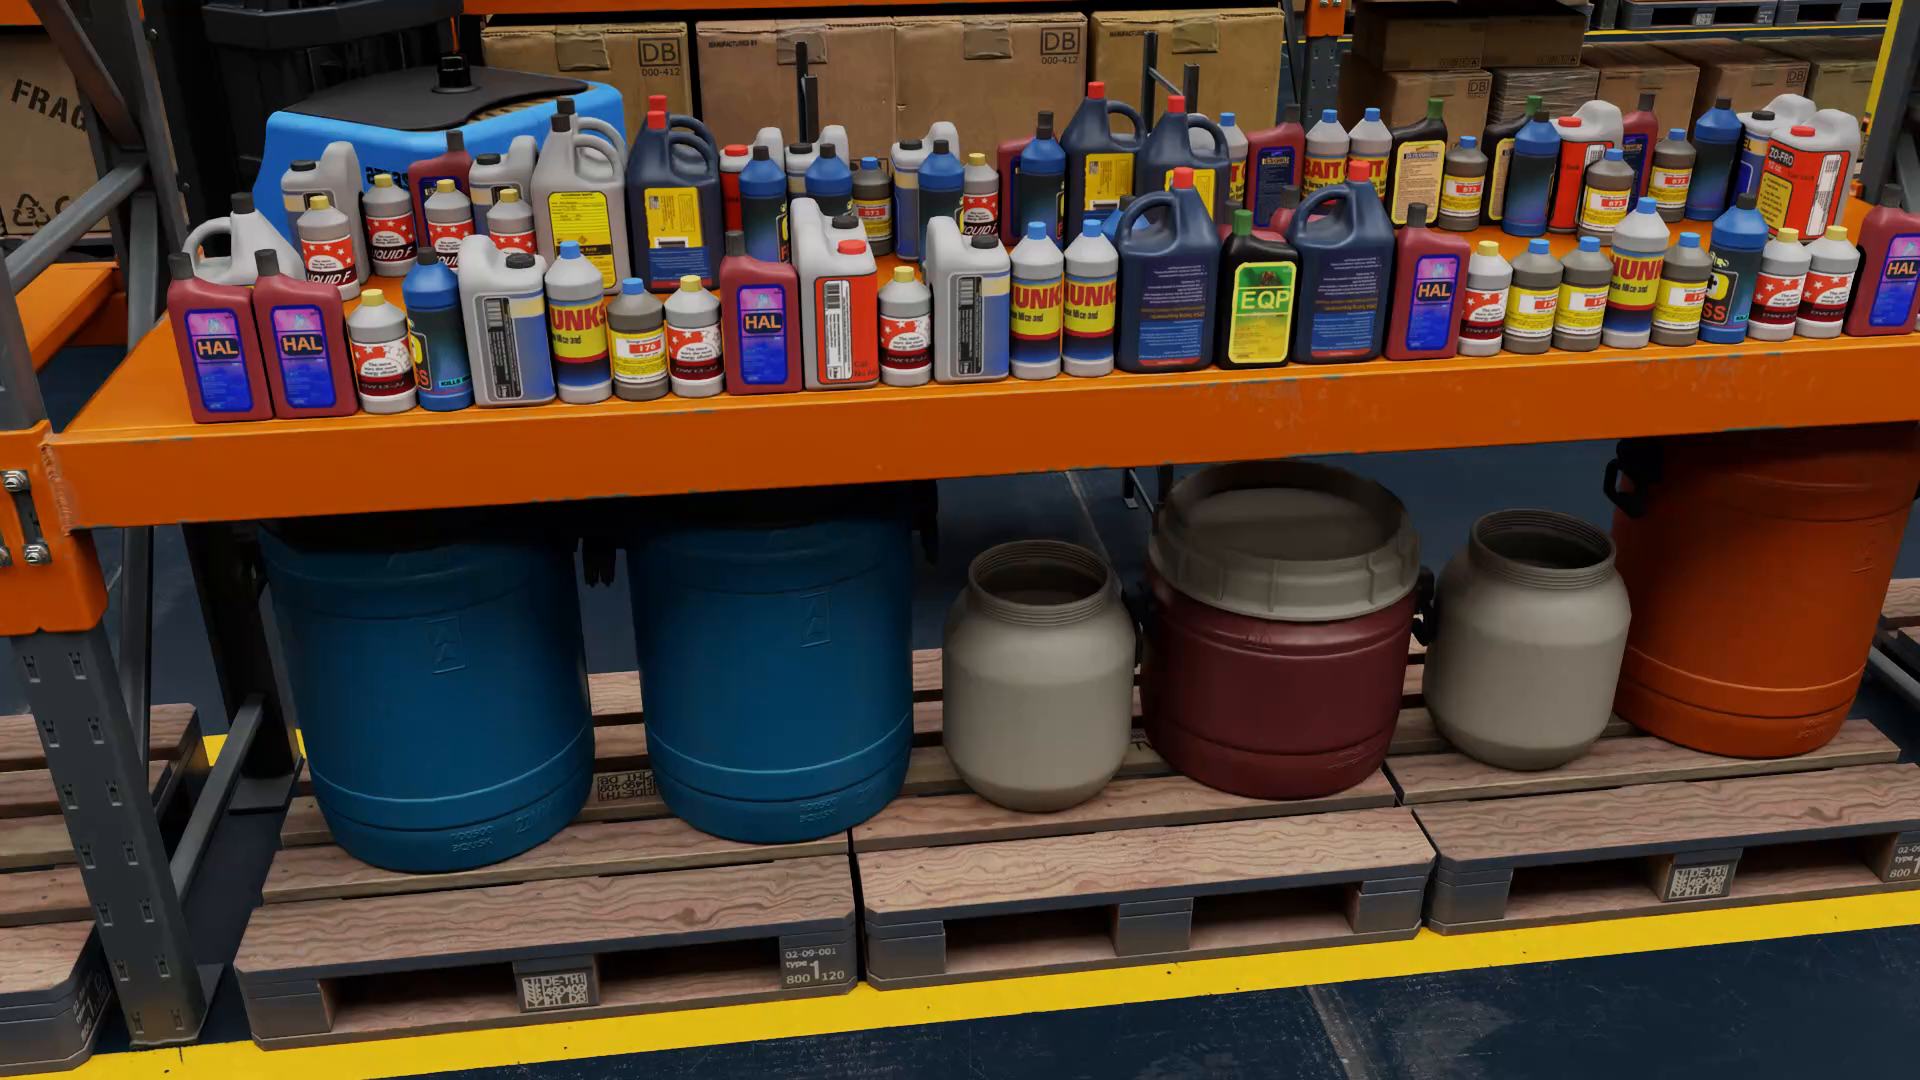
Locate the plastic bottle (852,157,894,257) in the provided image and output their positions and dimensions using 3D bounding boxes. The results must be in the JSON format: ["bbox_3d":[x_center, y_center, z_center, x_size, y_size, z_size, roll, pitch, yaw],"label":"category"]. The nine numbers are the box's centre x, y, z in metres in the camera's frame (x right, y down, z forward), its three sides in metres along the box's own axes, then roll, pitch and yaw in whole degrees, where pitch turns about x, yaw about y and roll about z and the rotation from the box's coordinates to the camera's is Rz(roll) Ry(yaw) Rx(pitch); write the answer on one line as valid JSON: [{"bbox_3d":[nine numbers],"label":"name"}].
[{"bbox_3d":[-0.193,-0.722,3.590,0.097,0.201,0.097,0,27,0],"label":"plastic bottle"}]

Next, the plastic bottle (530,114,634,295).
[{"bbox_3d":[-0.759,-0.675,3.334,0.185,0.351,0.144,-4,27,-7],"label":"plastic bottle"}]

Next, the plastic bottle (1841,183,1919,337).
[{"bbox_3d":[1.748,-0.525,3.116,0.133,0.283,0.061,-4,27,-7],"label":"plastic bottle"}]

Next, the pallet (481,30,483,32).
[{"bbox_3d":[-3.585,-3.744,12.316,1.213,0.211,1.003,-4,27,-7],"label":"pallet"}]

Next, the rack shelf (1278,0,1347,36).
[{"bbox_3d":[3.608,-2.857,8.320,4.000,0.370,1.077,-4,27,-7],"label":"rack shelf"}]

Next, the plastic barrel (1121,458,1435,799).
[{"bbox_3d":[0.717,0.186,3.783,0.708,0.588,0.600,-4,27,-7],"label":"plastic barrel"}]

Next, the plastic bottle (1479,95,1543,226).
[{"bbox_3d":[1.246,-0.860,3.768,0.133,0.283,0.061,-4,27,-7],"label":"plastic bottle"}]

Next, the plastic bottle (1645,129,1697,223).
[{"bbox_3d":[1.629,-0.839,3.818,0.097,0.201,0.097,0,27,0],"label":"plastic bottle"}]

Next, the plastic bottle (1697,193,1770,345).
[{"bbox_3d":[1.438,-0.508,3.096,0.097,0.271,0.097,0,27,0],"label":"plastic bottle"}]

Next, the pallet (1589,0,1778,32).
[{"bbox_3d":[5.761,-4.325,13.448,1.213,0.211,1.003,-4,27,-7],"label":"pallet"}]

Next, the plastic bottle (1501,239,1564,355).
[{"bbox_3d":[1.052,-0.453,3.064,0.097,0.201,0.097,0,27,0],"label":"plastic bottle"}]

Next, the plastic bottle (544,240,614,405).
[{"bbox_3d":[-0.651,-0.374,2.835,0.097,0.271,0.097,0,27,0],"label":"plastic bottle"}]

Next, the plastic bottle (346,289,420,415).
[{"bbox_3d":[-0.977,-0.322,2.810,0.097,0.201,0.097,0,27,0],"label":"plastic bottle"}]

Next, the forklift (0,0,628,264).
[{"bbox_3d":[-2.781,-2.200,6.327,3.031,2.935,1.130,15,31,27],"label":"forklift"}]

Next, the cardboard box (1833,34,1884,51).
[{"bbox_3d":[4.977,-2.358,8.816,0.500,0.500,0.700,-6,28,-11],"label":"cardboard box"}]

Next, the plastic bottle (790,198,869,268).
[{"bbox_3d":[-0.237,-0.486,3.047,0.135,0.276,0.152,-4,27,-7],"label":"plastic bottle"}]

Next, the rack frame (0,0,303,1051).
[{"bbox_3d":[-1.644,-0.556,3.048,0.127,3.000,1.000,-4,27,-7],"label":"rack frame"}]

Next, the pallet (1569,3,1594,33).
[{"bbox_3d":[4.244,-4.229,13.260,1.213,0.211,1.003,-4,27,-7],"label":"pallet"}]

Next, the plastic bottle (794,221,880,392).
[{"bbox_3d":[-0.215,-0.417,2.913,0.135,0.276,0.152,-4,27,-7],"label":"plastic bottle"}]

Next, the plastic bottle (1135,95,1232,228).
[{"bbox_3d":[0.466,-0.750,3.481,0.185,0.351,0.144,-4,27,-7],"label":"plastic bottle"}]

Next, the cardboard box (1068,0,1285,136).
[{"bbox_3d":[0.941,-2.257,8.229,0.875,0.875,1.225,-5,28,-10],"label":"cardboard box"}]

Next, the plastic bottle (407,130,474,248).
[{"bbox_3d":[-1.076,-0.711,3.477,0.133,0.283,0.061,-4,27,-7],"label":"plastic bottle"}]

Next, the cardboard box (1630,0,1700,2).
[{"bbox_3d":[5.630,-4.802,13.191,0.875,0.875,0.875,-3,27,-6],"label":"cardboard box"}]

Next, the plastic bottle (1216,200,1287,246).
[{"bbox_3d":[0.521,-0.475,3.017,0.133,0.283,0.061,-4,27,-7],"label":"plastic bottle"}]

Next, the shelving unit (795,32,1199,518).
[{"bbox_3d":[0.084,-0.673,4.918,1.048,1.500,0.538,-4,27,-7],"label":"shelving unit"}]

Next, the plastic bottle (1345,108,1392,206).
[{"bbox_3d":[0.906,-0.824,3.712,0.097,0.271,0.097,0,27,0],"label":"plastic bottle"}]

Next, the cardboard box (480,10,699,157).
[{"bbox_3d":[-1.703,-2.086,7.898,0.875,0.875,1.225,-4,27,-7],"label":"cardboard box"}]

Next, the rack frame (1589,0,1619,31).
[{"bbox_3d":[4.997,-5.553,12.786,0.127,3.000,1.000,-4,27,-7],"label":"rack frame"}]

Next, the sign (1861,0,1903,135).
[{"bbox_3d":[2.234,-1.131,3.990,0.005,0.325,0.100,-4,27,-7],"label":"sign"}]

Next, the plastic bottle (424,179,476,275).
[{"bbox_3d":[-1.047,-0.640,3.428,0.097,0.201,0.097,0,27,0],"label":"plastic bottle"}]

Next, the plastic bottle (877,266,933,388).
[{"bbox_3d":[-0.097,-0.379,2.920,0.097,0.201,0.097,0,27,0],"label":"plastic bottle"}]

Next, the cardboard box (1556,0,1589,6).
[{"bbox_3d":[4.395,-4.658,13.047,0.750,0.750,1.050,-4,27,-7],"label":"cardboard box"}]

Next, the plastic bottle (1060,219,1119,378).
[{"bbox_3d":[0.229,-0.431,2.945,0.097,0.271,0.097,0,27,0],"label":"plastic bottle"}]

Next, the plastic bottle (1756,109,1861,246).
[{"bbox_3d":[1.865,-0.805,3.669,0.135,0.276,0.152,-4,27,-7],"label":"plastic bottle"}]

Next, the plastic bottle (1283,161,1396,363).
[{"bbox_3d":[0.681,-0.506,3.004,0.185,0.351,0.144,-4,27,-7],"label":"plastic bottle"}]

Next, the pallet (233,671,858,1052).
[{"bbox_3d":[-0.874,0.654,3.743,1.213,0.211,1.003,-4,27,-7],"label":"pallet"}]

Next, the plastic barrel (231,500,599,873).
[{"bbox_3d":[-1.103,0.164,3.483,0.708,0.901,0.600,-4,27,-7],"label":"plastic barrel"}]

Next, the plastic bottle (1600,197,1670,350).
[{"bbox_3d":[1.245,-0.496,3.072,0.097,0.271,0.097,0,27,0],"label":"plastic bottle"}]

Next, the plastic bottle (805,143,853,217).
[{"bbox_3d":[-0.268,-0.679,3.428,0.097,0.271,0.097,0,27,0],"label":"plastic bottle"}]

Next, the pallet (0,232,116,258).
[{"bbox_3d":[-4.308,-1.462,7.869,1.213,0.211,1.003,-4,27,-7],"label":"pallet"}]

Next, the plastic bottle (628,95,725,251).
[{"bbox_3d":[-0.596,-0.752,3.484,0.185,0.351,0.144,-4,27,-7],"label":"plastic bottle"}]

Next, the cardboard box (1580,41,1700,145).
[{"bbox_3d":[3.396,-2.265,8.635,0.500,0.500,0.700,-1,27,-3],"label":"cardboard box"}]

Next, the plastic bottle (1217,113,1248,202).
[{"bbox_3d":[0.581,-0.803,3.671,0.097,0.271,0.097,0,27,0],"label":"plastic bottle"}]

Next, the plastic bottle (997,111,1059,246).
[{"bbox_3d":[0.148,-0.789,3.630,0.133,0.283,0.061,-4,27,-7],"label":"plastic bottle"}]
